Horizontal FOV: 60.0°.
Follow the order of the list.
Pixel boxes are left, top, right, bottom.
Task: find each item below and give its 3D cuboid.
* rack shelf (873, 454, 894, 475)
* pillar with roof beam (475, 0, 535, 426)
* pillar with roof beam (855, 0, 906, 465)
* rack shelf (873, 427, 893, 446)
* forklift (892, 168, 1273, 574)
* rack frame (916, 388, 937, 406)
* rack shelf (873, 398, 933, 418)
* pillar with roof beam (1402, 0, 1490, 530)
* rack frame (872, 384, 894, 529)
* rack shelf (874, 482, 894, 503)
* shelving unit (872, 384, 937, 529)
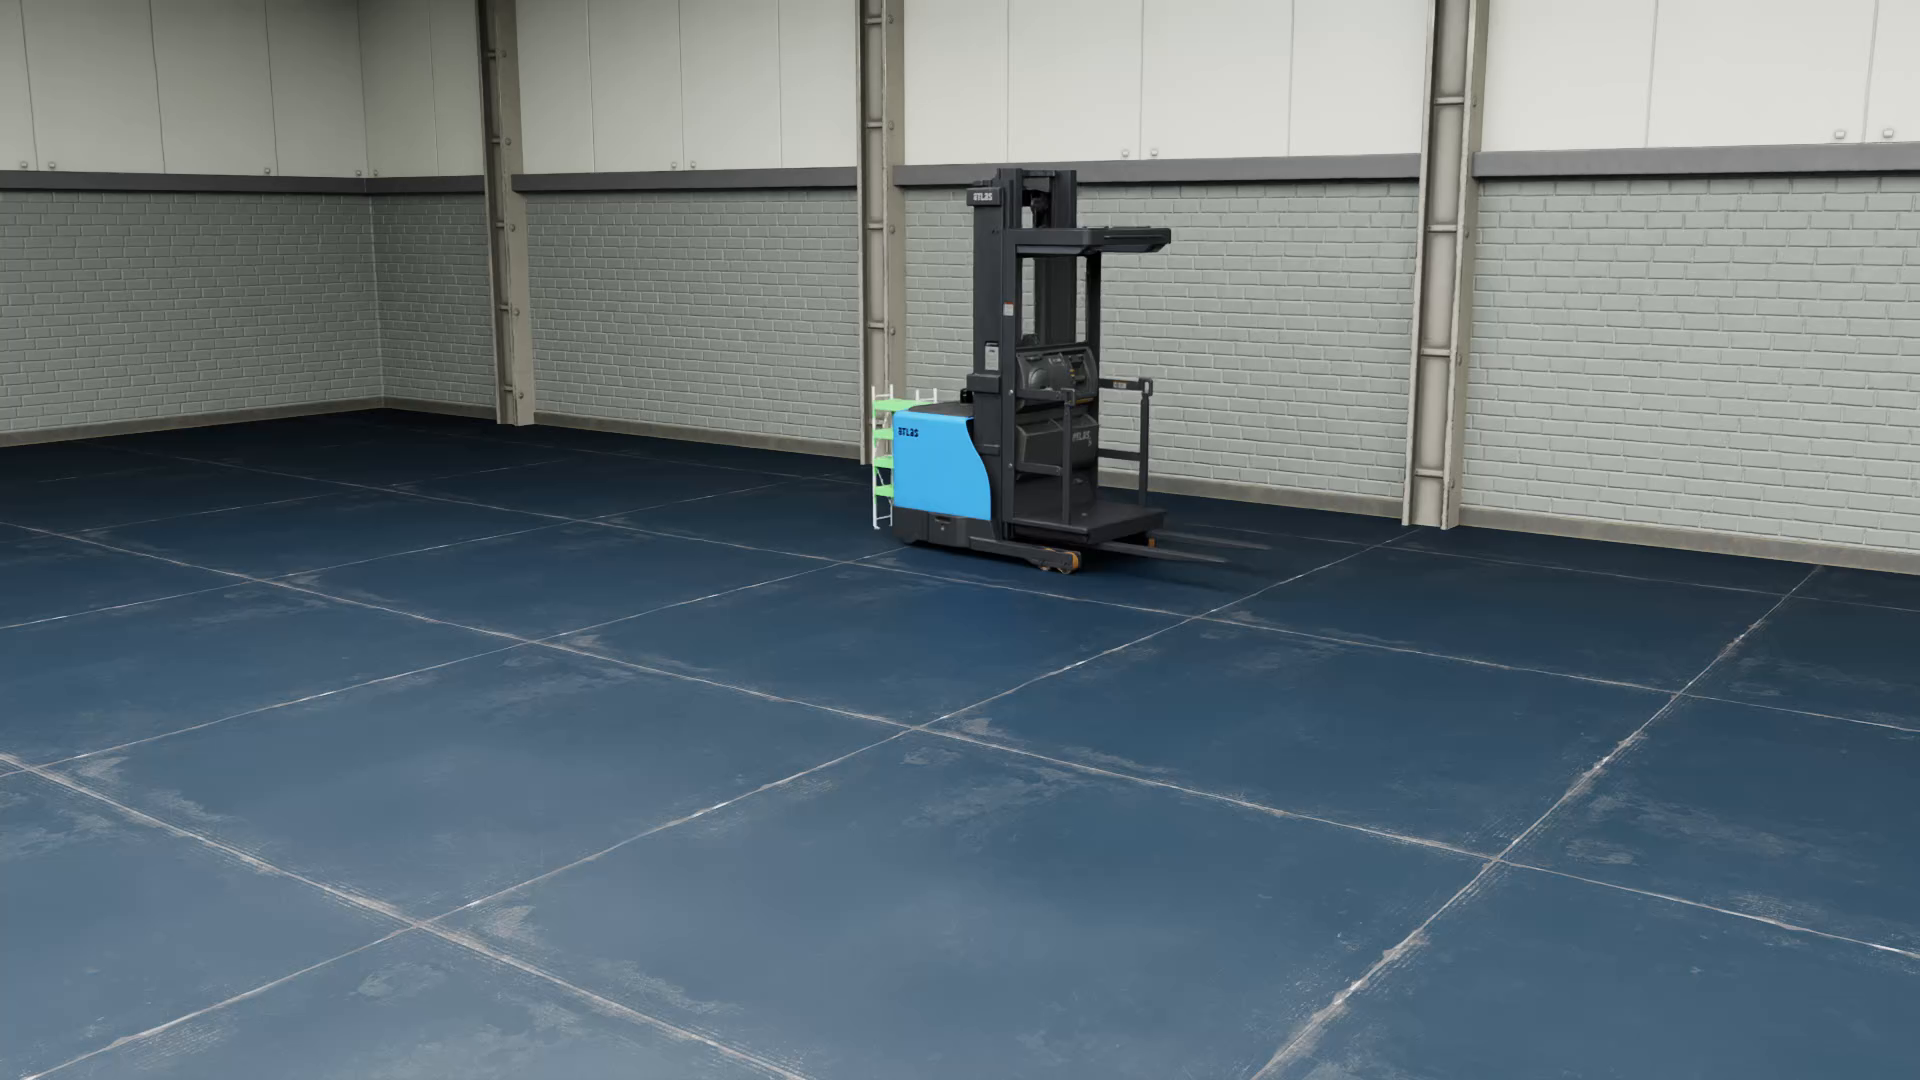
[{"bbox_3d":[-0.459,-0.607,13.844,0.480,0.148,0.258,9,14,40],"label":"rack shelf"},{"bbox_3d":[-8.198,-5.241,16.927,0.400,9.000,9.100,8,13,36],"label":"pillar with roof beam"},{"bbox_3d":[-3.362,-4.566,13.440,0.400,9.000,9.100,8,13,36],"label":"pillar with roof beam"},{"bbox_3d":[-0.459,-0.843,13.799,0.480,0.148,0.258,9,14,40],"label":"rack shelf"},{"bbox_3d":[0.903,-1.302,12.543,3.031,2.935,1.130,9,14,40],"label":"forklift"},{"bbox_3d":[-0.273,-0.640,13.677,0.015,1.200,0.240,9,14,40],"label":"rack frame"},{"bbox_3d":[-0.459,-1.078,13.753,0.480,0.148,0.258,9,14,40],"label":"rack shelf"},{"bbox_3d":[1.474,-3.891,9.953,0.400,9.000,9.100,8,13,36],"label":"pillar with roof beam"},{"bbox_3d":[-0.645,-0.700,13.988,0.015,1.200,0.240,9,14,40],"label":"rack frame"},{"bbox_3d":[-0.459,-0.371,13.890,0.480,0.148,0.258,9,14,40],"label":"rack shelf"},{"bbox_3d":[-0.459,-0.670,13.832,0.503,1.200,0.258,9,14,40],"label":"shelving unit"}]
